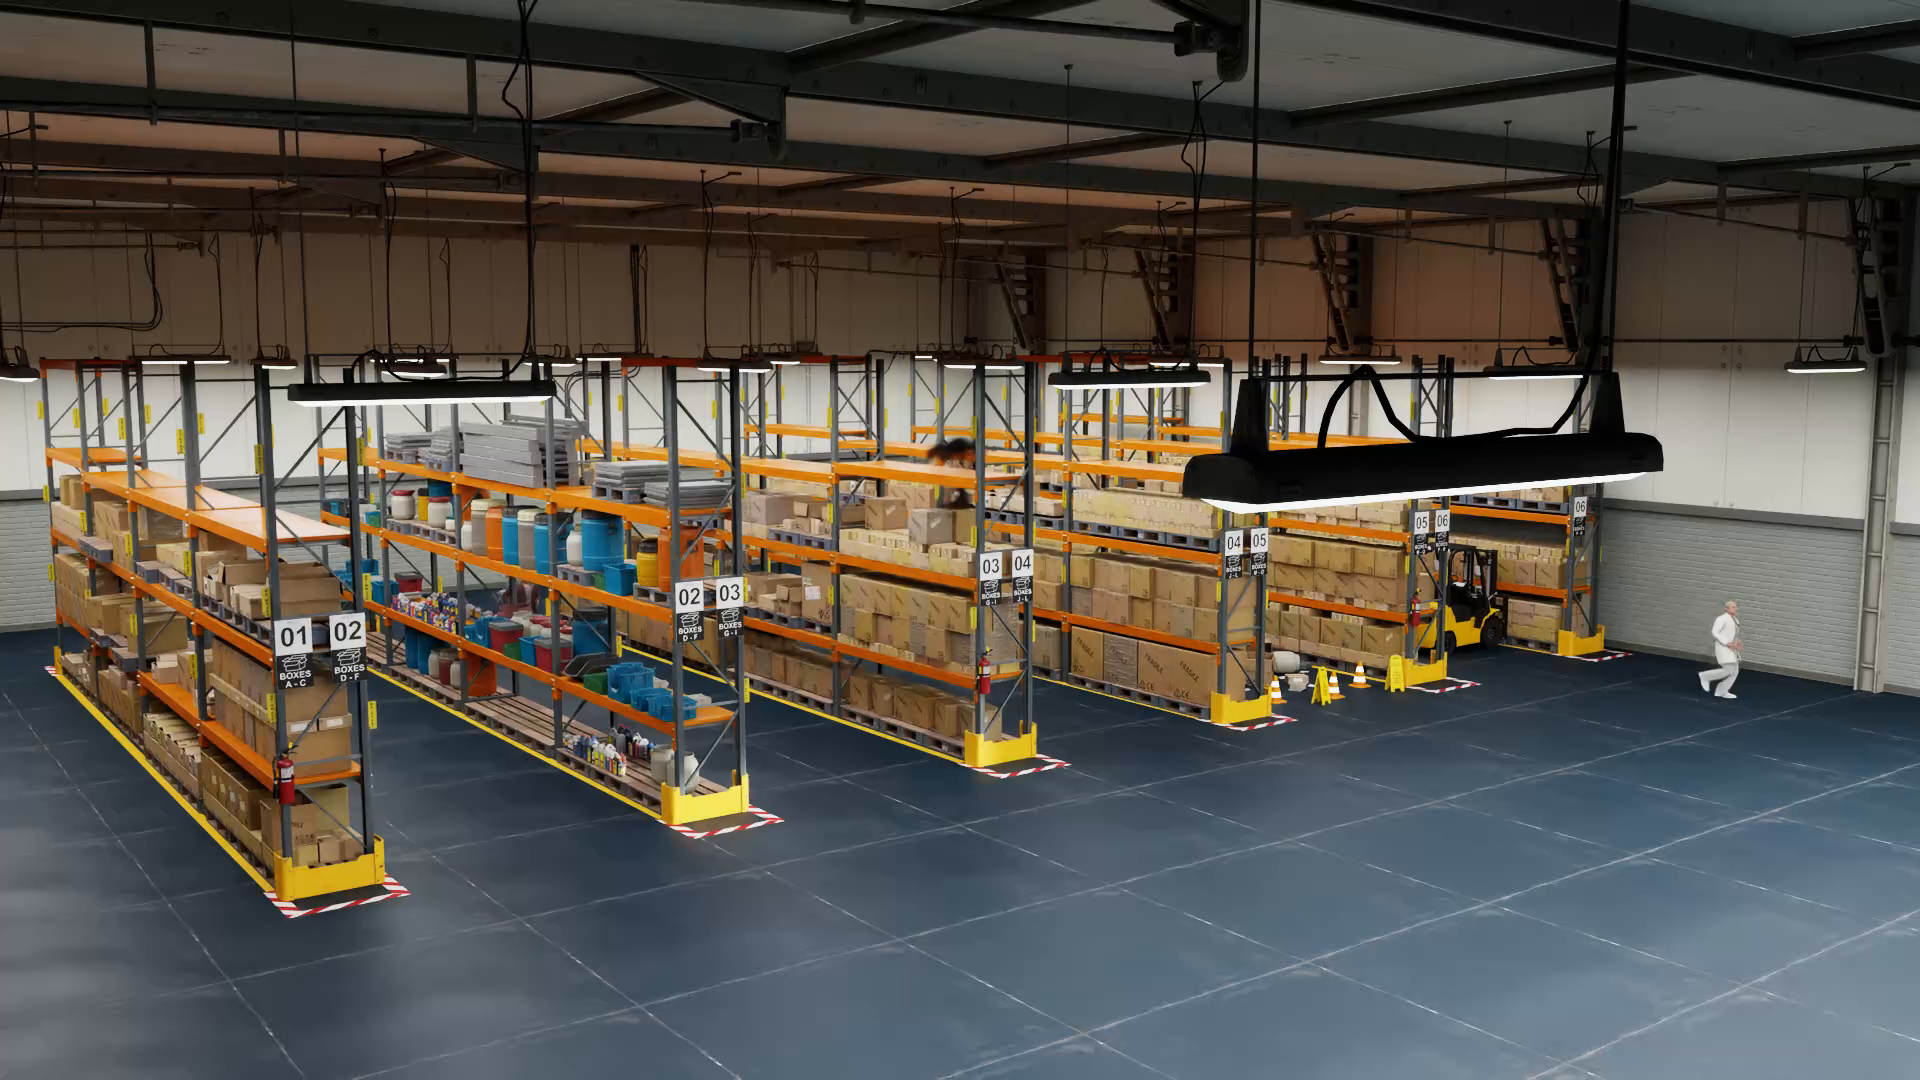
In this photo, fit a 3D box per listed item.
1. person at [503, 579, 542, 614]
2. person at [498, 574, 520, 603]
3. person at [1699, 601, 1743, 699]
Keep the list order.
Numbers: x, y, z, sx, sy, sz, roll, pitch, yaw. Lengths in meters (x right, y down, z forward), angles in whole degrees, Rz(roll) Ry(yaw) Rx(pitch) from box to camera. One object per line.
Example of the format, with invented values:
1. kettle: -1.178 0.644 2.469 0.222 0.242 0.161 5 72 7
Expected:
1. person: -8.619 1.491 33.047 0.766 1.791 0.687 7 10 45
2. person: -10.534 0.863 39.194 0.737 1.601 0.590 -2 7 -20
3. person: 13.569 1.925 29.580 0.697 1.708 0.656 -6 9 -40
